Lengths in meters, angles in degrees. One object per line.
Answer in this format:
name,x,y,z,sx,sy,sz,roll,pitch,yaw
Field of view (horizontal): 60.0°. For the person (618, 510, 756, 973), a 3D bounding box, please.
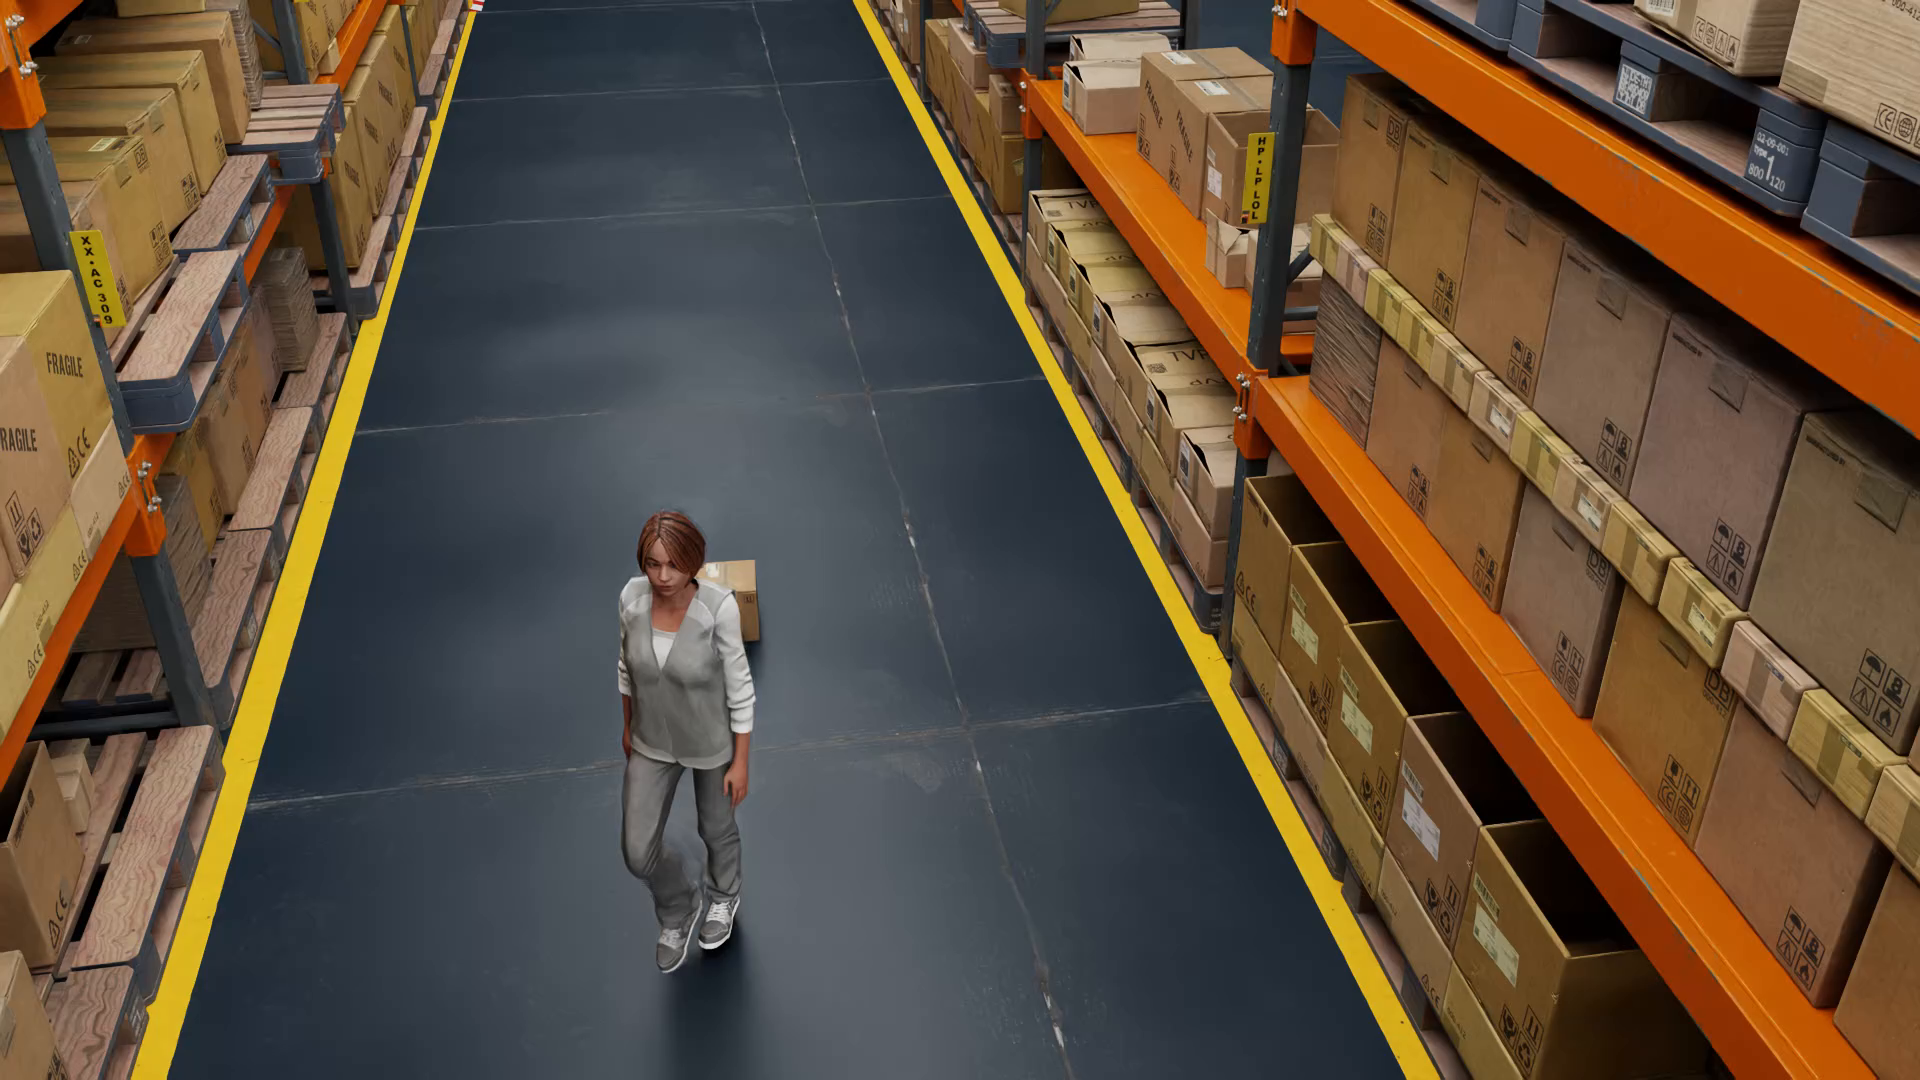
person,-0.831,0.651,5.042,0.459,1.624,0.481,4,31,6
